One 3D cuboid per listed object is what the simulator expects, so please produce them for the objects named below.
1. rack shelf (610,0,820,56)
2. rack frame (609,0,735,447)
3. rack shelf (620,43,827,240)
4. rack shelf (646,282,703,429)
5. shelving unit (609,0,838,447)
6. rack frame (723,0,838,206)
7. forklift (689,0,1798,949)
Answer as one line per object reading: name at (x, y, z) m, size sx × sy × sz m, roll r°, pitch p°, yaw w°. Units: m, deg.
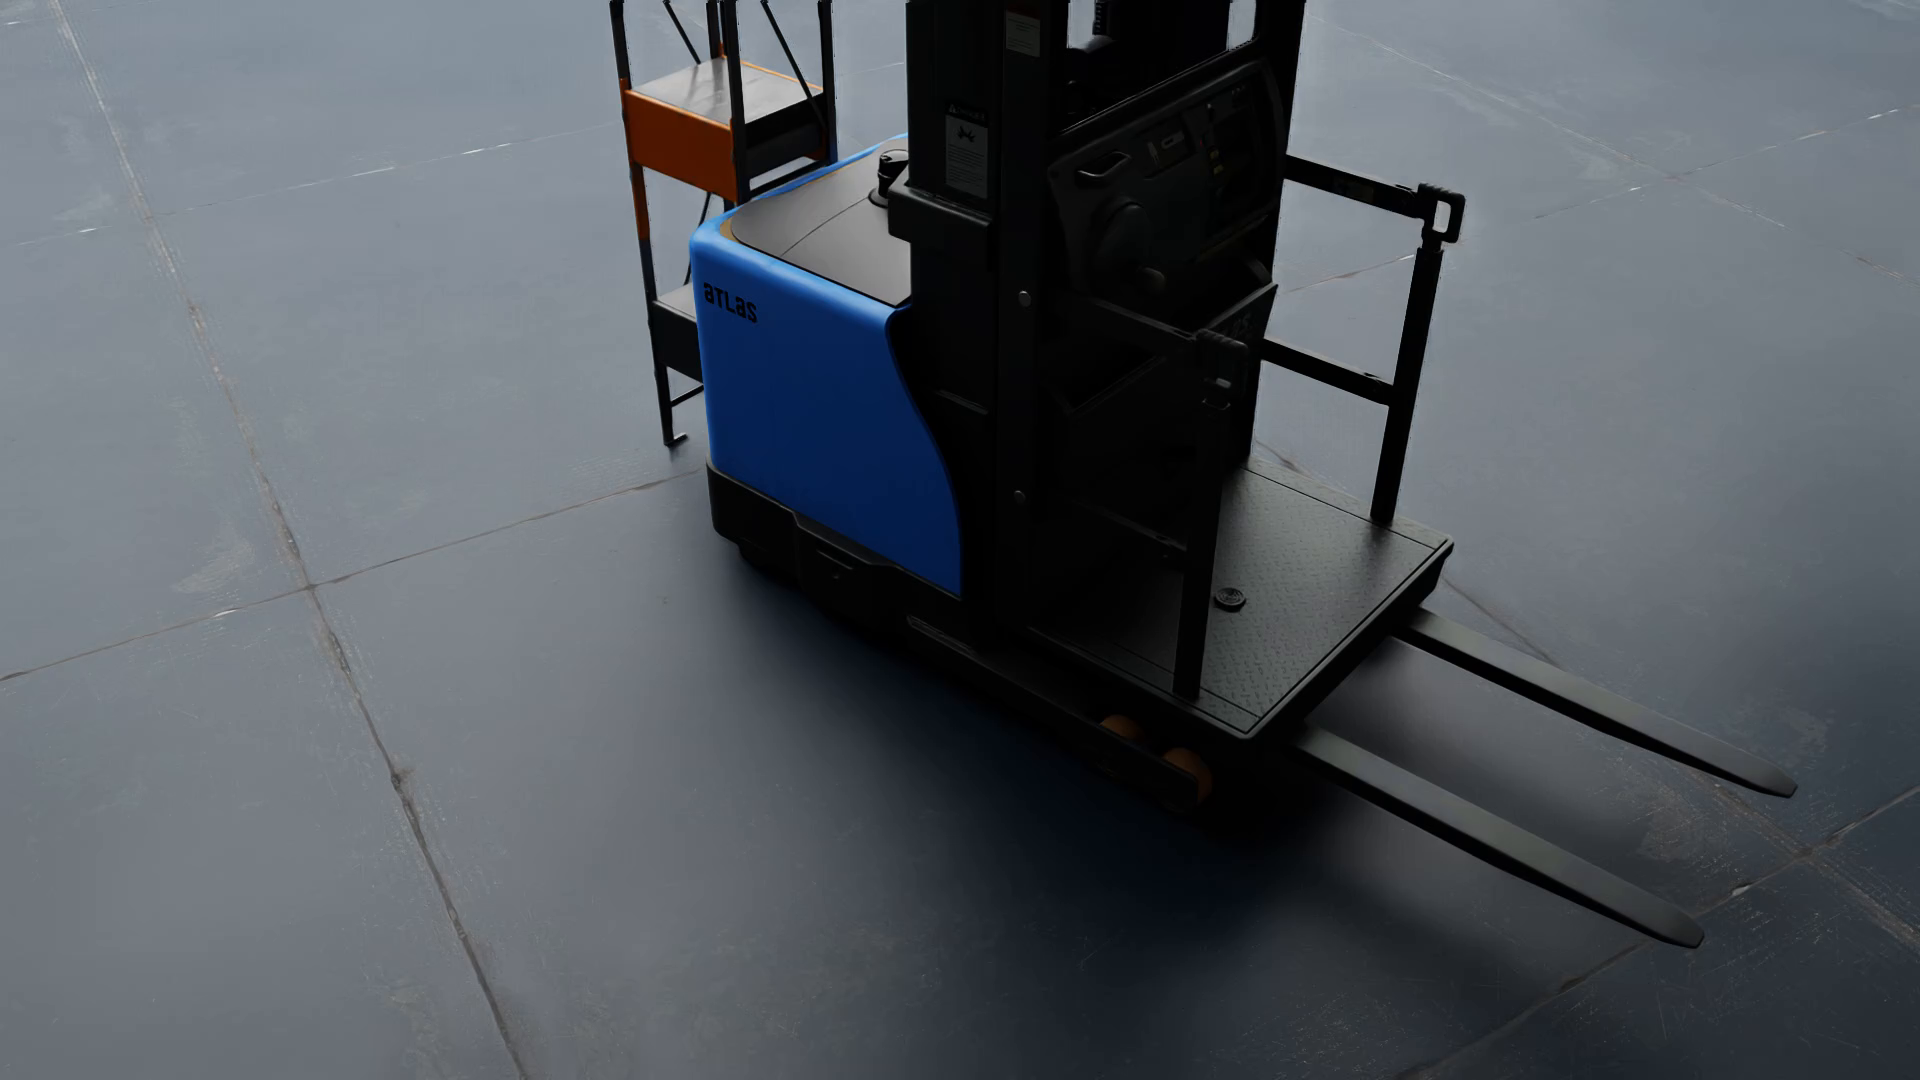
rack shelf at (-0.692, -1.720, 4.661) m, size 0.480 × 0.518 × 0.431 m, roll 27°, pitch 44°, yaw 32°
rack frame at (-0.878, -1.259, 5.194) m, size 0.015 × 2.100 × 0.400 m, roll 27°, pitch 44°, yaw 32°
rack shelf at (-0.692, -1.155, 5.074) m, size 0.480 × 0.518 × 0.431 m, roll 27°, pitch 44°, yaw 32°
rack shelf at (-0.692, -0.590, 5.487) m, size 0.480 × 0.518 × 0.431 m, roll 27°, pitch 44°, yaw 32°
shelving unit at (-0.692, -1.166, 5.066) m, size 0.503 × 2.100 × 0.431 m, roll 27°, pitch 44°, yaw 32°
rack frame at (-0.506, -1.073, 4.939) m, size 0.015 × 2.100 × 0.400 m, roll 27°, pitch 44°, yaw 32°
forklift at (0.676, -0.836, 3.909) m, size 3.031 × 2.935 × 1.130 m, roll 27°, pitch 44°, yaw 32°
